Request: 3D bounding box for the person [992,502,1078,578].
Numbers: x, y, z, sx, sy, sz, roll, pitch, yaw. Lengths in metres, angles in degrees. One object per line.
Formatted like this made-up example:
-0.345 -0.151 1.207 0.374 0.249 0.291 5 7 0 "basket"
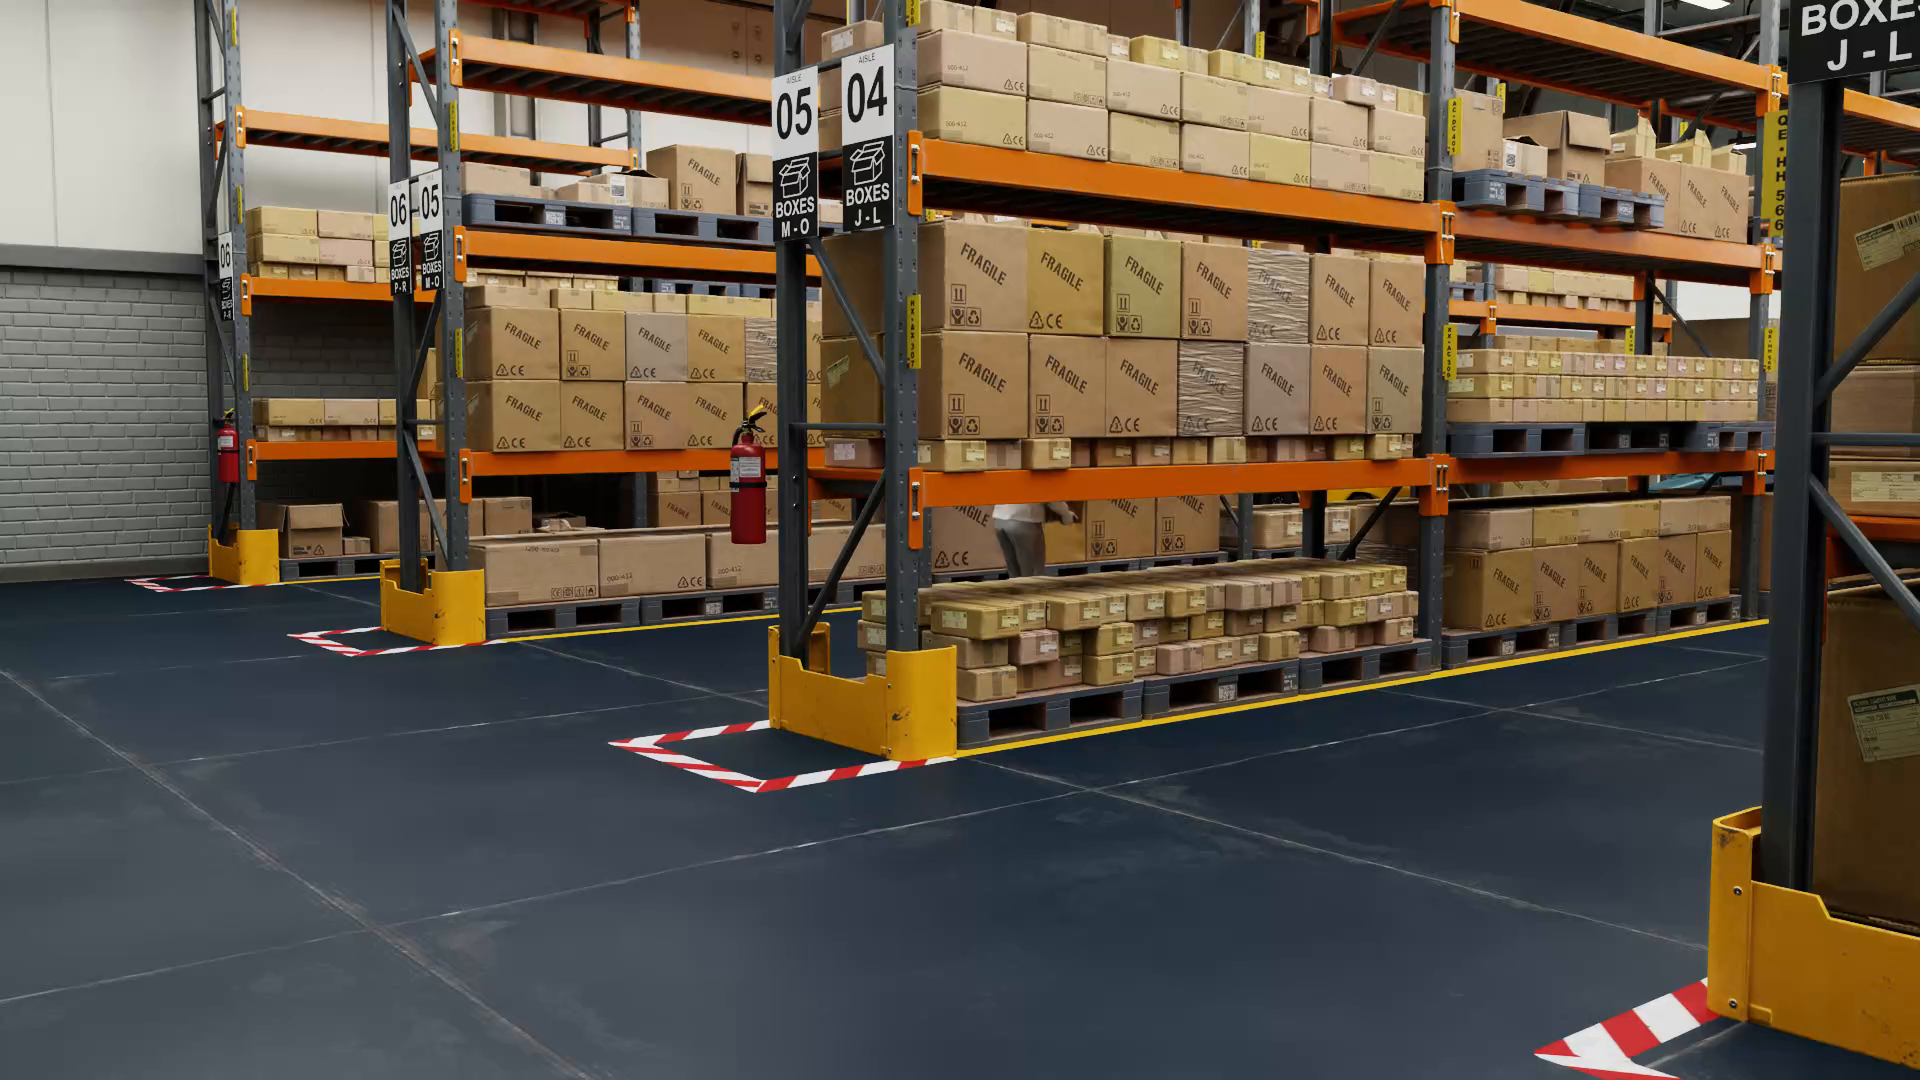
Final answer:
0.452 -0.076 10.603 0.543 1.688 0.459 -2 5 -28 "person"
